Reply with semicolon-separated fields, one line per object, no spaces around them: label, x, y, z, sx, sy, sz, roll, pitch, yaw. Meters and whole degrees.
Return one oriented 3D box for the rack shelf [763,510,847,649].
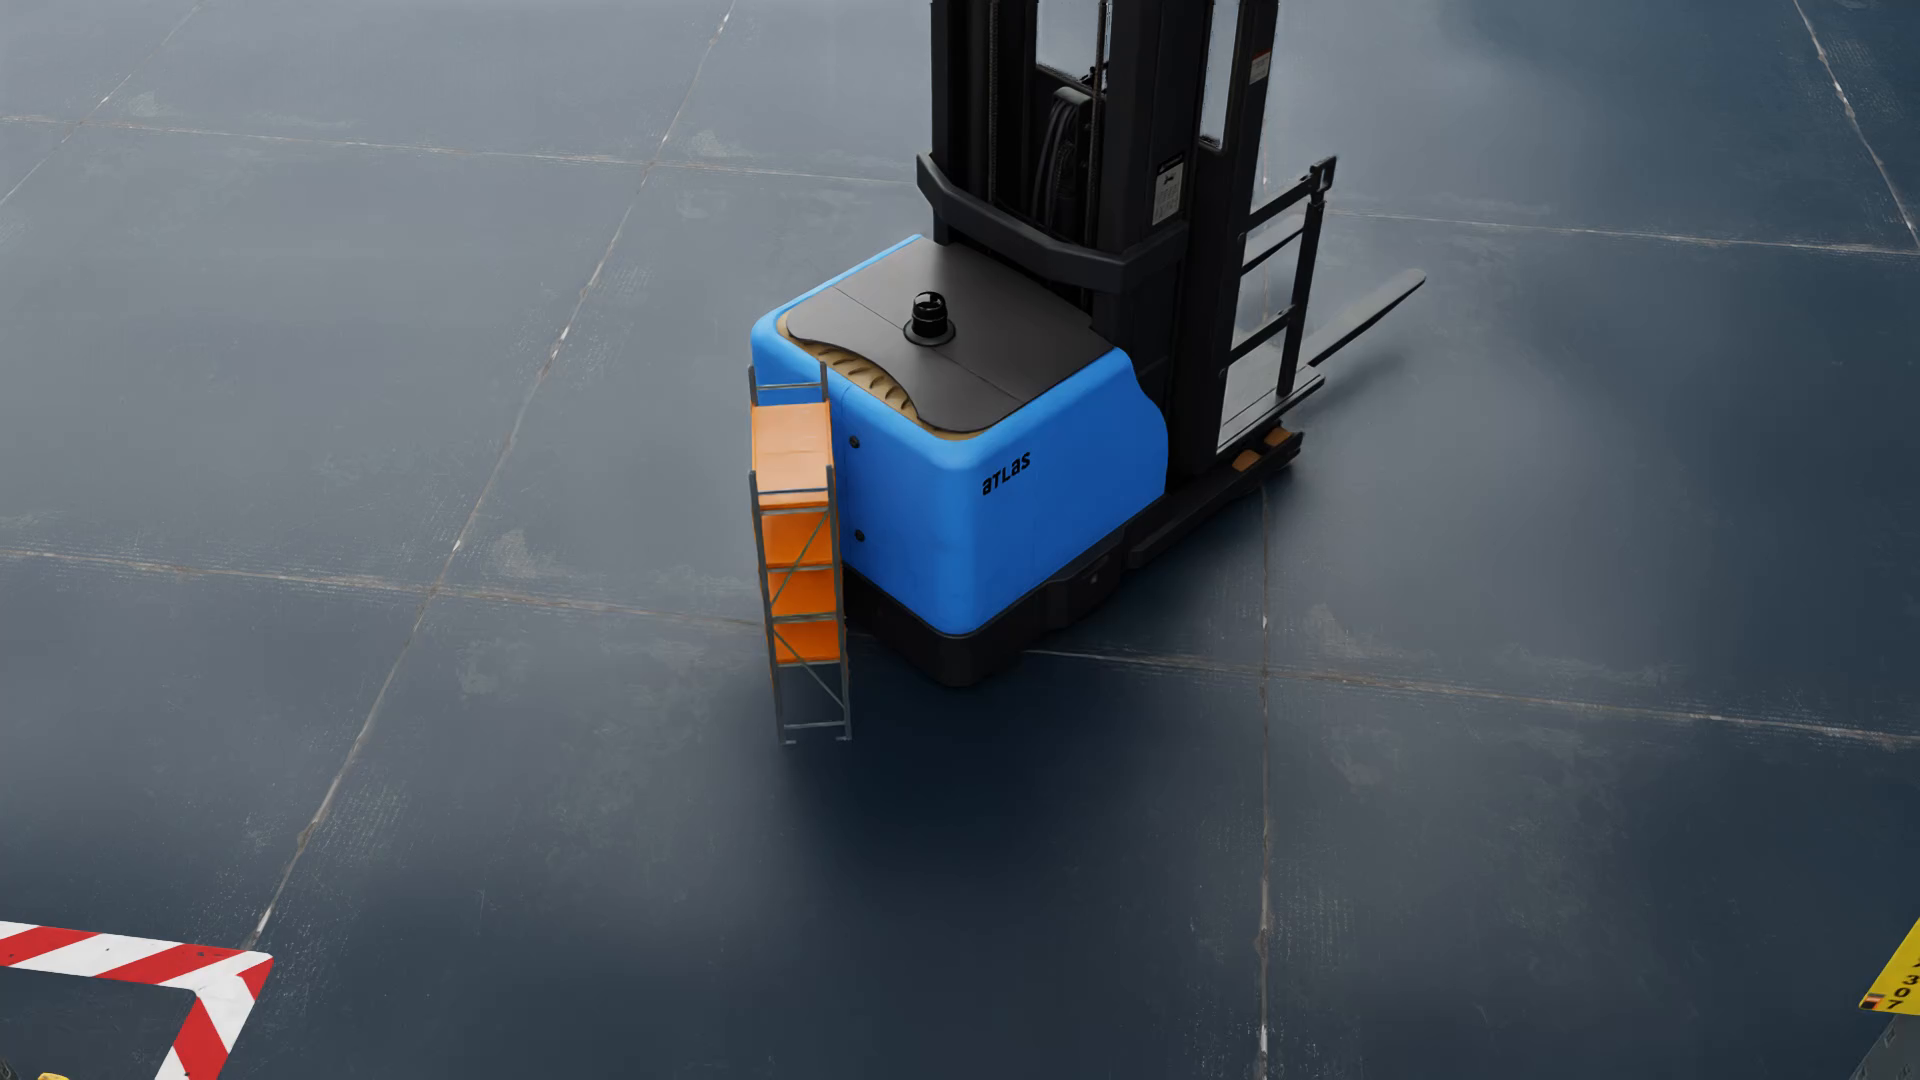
rack shelf;-0.504;0.117;5.352;0.258;0.148;0.480;-4;44;-4

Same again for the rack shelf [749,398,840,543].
rack shelf;-0.504;-0.217;5.035;0.258;0.148;0.480;-4;44;-4

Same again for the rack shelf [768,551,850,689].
rack shelf;-0.504;0.261;5.488;0.258;0.148;0.480;-4;44;-4

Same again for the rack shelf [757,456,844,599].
rack shelf;-0.504;-0.045;5.198;0.258;0.148;0.480;-4;44;-4

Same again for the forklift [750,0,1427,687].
forklift;0.695;-1.474;5.675;3.031;2.935;1.130;-34;53;-31

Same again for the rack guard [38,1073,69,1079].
rack guard;-2.767;1.579;4.219;1.175;0.500;0.348;5;44;6

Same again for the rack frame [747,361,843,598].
rack frame;-0.528;-0.099;5.482;0.240;1.200;0.015;-4;44;-4

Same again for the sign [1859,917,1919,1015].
sign;1.556;0.671;2.673;0.100;0.325;0.005;5;44;6

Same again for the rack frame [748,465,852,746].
rack frame;-0.480;0.235;5.129;0.240;1.200;0.015;-4;44;-4

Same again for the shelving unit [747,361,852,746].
shelving unit;-0.504;0.068;5.305;0.258;1.200;0.503;-4;44;-4
